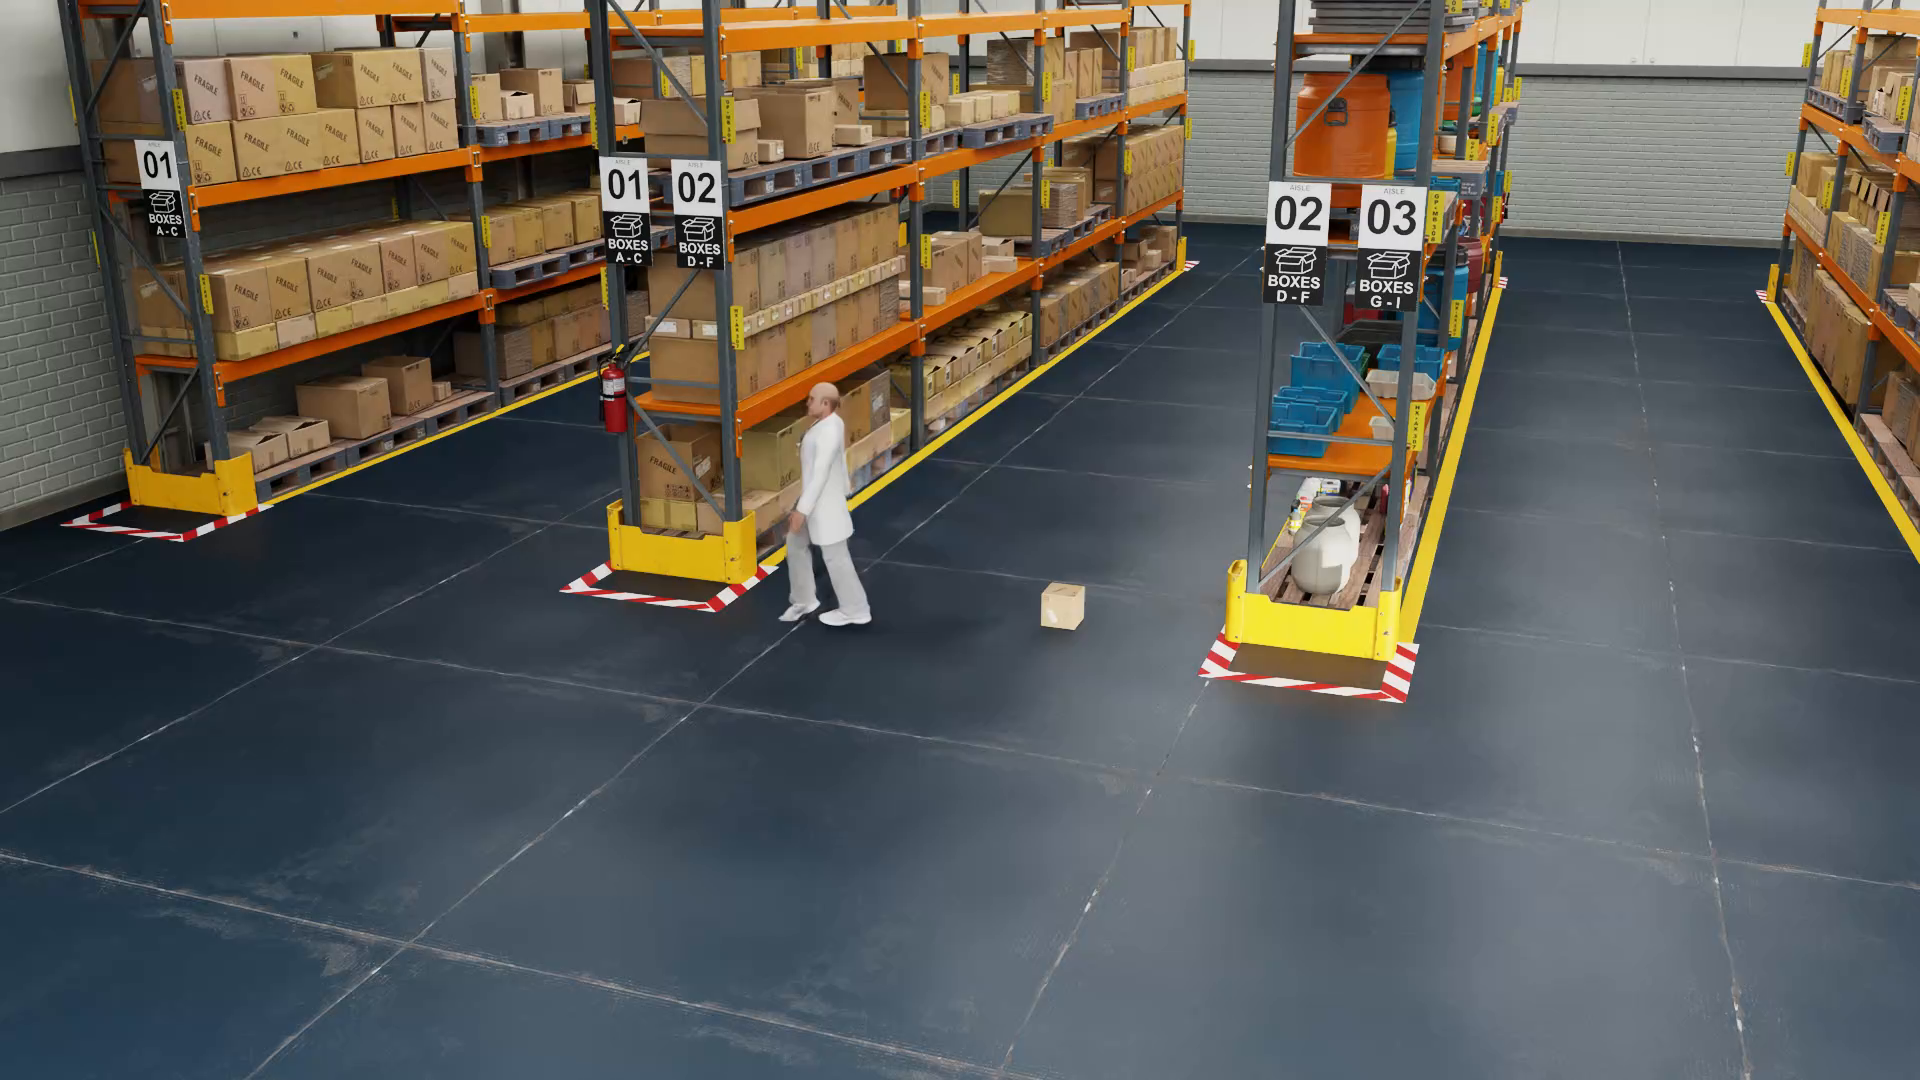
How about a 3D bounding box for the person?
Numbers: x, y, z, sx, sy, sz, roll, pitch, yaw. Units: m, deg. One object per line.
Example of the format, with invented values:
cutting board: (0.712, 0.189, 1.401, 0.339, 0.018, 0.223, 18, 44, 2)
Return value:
person: (-0.984, -0.211, 11.760, 0.683, 1.846, 0.623, -2, 18, -5)
